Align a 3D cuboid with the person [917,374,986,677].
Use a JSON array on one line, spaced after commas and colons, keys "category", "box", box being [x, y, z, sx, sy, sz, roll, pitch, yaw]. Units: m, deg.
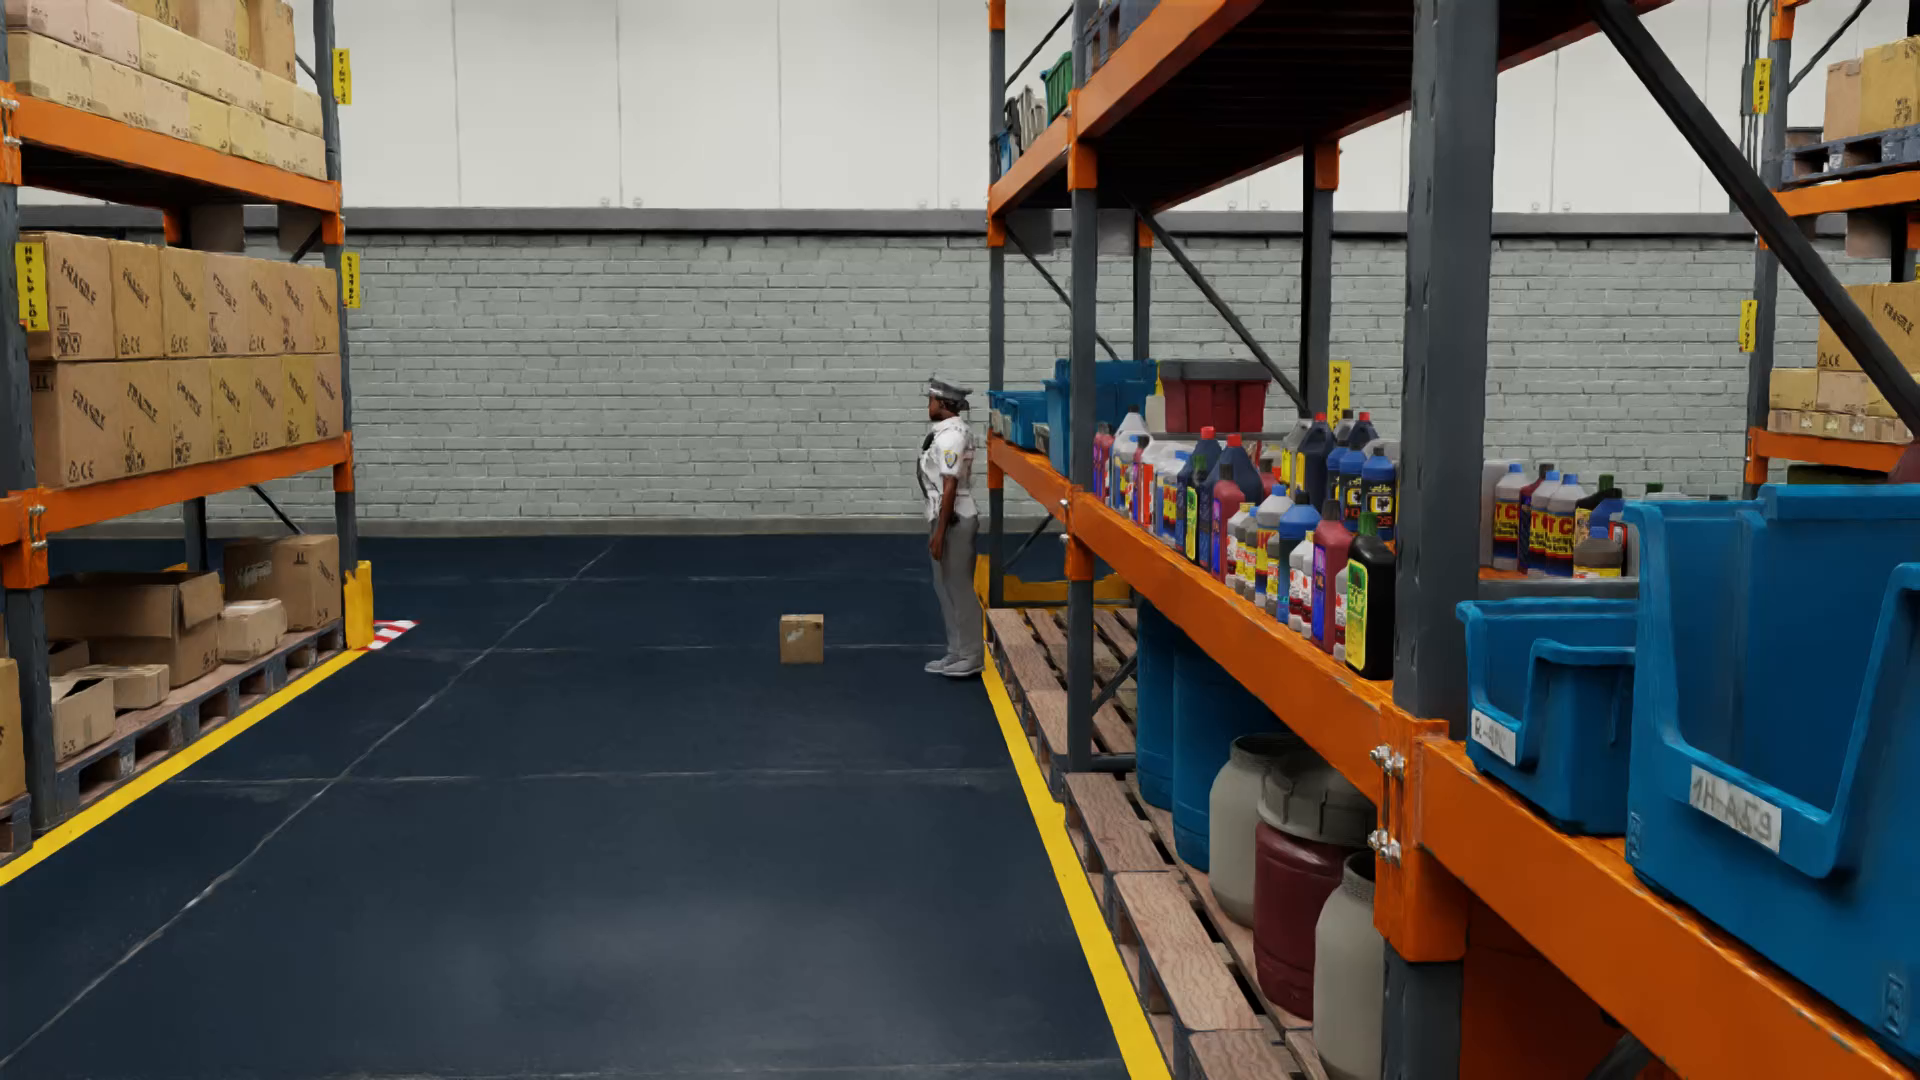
[{"category": "person", "box": [-0.051, -0.072, 9.288, 0.394, 1.681, 0.482, -1, 7, -5]}]
